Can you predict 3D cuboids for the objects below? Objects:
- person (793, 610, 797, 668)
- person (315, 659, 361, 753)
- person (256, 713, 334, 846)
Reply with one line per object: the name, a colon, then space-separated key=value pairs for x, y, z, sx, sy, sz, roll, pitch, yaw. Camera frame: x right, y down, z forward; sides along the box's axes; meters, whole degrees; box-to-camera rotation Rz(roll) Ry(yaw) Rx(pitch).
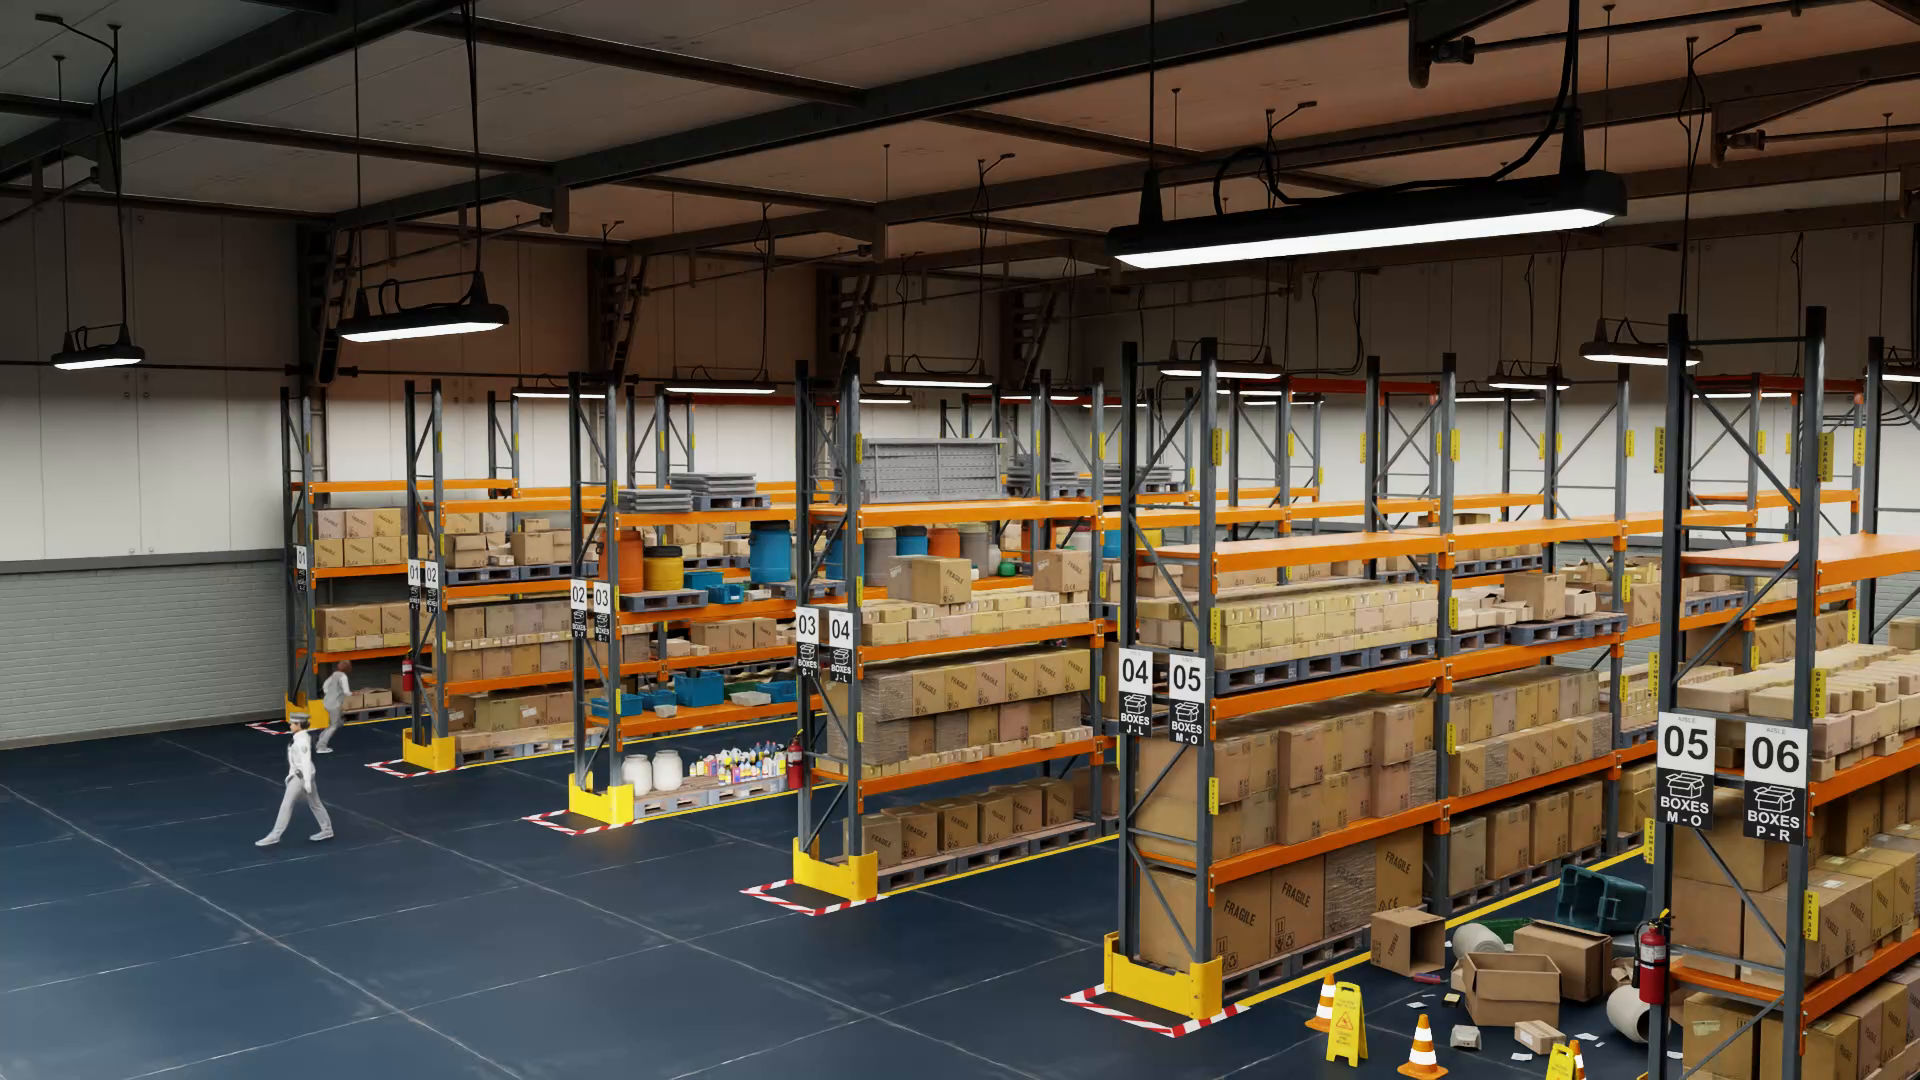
person: x=-3.105 y=2.150 z=33.690 sx=0.659 sy=1.743 sz=0.656 roll=2 pitch=4 yaw=33
person: x=-10.137 y=2.692 z=27.081 sx=0.756 sy=1.497 sz=0.536 roll=-3 pitch=5 yaw=-40
person: x=-8.379 y=2.987 z=20.935 sx=0.887 sy=1.629 sz=0.534 roll=-1 pitch=4 yaw=-15
